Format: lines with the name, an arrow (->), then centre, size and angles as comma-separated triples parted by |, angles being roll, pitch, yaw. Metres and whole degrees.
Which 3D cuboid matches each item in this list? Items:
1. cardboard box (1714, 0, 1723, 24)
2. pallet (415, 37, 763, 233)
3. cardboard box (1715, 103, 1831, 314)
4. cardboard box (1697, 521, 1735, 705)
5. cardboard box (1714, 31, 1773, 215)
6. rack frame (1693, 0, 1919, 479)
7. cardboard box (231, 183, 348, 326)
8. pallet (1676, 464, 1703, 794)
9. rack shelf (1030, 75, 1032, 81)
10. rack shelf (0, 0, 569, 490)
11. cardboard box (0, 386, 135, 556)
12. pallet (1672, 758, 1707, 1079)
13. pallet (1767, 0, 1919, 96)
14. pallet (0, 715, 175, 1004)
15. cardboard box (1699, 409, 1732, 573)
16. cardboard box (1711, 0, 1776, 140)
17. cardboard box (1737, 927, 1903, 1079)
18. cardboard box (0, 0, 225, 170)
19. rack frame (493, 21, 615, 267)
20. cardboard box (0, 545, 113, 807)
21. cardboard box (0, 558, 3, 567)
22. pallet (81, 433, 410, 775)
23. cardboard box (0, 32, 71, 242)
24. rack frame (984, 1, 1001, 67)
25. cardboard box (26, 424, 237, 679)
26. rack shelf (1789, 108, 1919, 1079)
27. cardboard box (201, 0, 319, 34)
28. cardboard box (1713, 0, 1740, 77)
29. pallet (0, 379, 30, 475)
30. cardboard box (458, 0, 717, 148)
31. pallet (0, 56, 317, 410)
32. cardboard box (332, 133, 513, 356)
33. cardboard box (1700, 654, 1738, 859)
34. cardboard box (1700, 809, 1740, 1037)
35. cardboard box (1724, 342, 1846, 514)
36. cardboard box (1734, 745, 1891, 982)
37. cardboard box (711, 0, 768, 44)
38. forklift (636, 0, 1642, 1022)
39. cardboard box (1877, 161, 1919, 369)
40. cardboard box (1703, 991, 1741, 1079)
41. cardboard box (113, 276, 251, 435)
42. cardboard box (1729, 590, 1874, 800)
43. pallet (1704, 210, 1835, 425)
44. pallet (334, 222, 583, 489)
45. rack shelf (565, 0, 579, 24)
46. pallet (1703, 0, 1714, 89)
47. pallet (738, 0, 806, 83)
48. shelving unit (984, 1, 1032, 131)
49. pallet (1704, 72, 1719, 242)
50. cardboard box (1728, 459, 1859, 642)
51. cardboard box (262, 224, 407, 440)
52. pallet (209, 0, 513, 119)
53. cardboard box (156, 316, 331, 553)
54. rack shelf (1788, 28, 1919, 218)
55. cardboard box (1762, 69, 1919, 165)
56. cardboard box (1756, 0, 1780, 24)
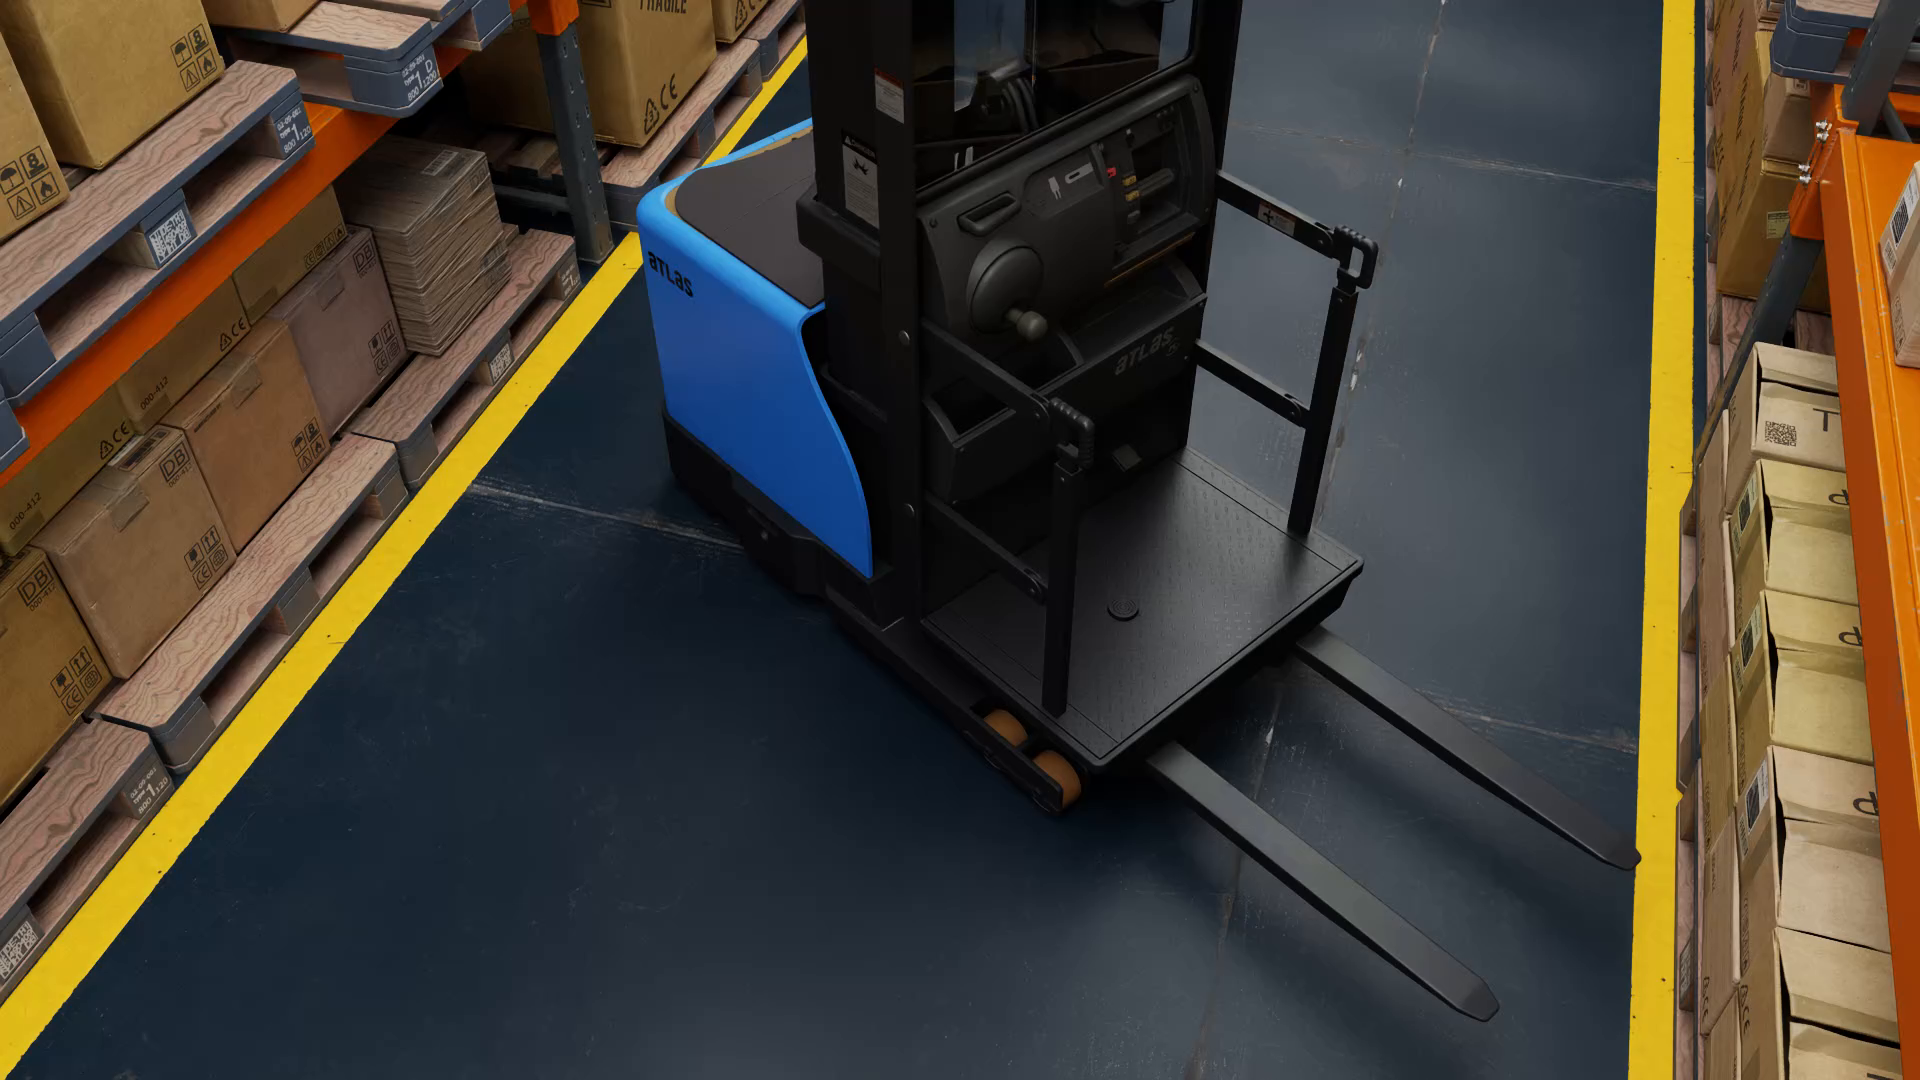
cardboard box -> 3.581, -2.511, 7.144 | 0.500, 0.500, 0.500 | 13, 46, 13
pallet -> -1.512, -1.769, 6.907 | 1.003, 0.211, 1.213 | 13, 46, 13
cardboard box -> 2.959, -1.147, 5.750 | 0.500, 0.500, 0.500 | 14, 46, 14
cardboard box -> 2.310, 0.245, 4.521 | 0.500, 0.250, 0.500 | 11, 46, 11
cardboard box -> 3.116, -1.492, 6.102 | 0.500, 0.500, 0.500 | 11, 45, 11
rack frame -> 2.900, -1.210, 4.342 | 1.000, 3.000, 0.127 | 13, 46, 13
cardboard box -> -2.223, -0.931, 4.993 | 0.500, 0.250, 0.500 | 13, 46, 13
pallet -> 2.613, 0.327, 4.764 | 1.003, 0.211, 1.213 | 13, 46, 13
rack shelf -> 0.181, -1.409, 5.375 | 0.180, 0.103, 0.258 | 10, 45, 6
rack shelf -> -2.428, -0.666, 4.300 | 1.077, 0.370, 4.000 | 13, 46, 13
cardboard box -> -2.543, -0.258, 4.306 | 0.500, 0.250, 0.500 | 11, 46, 11
pallet -> 2.242, 1.138, 3.936 | 1.003, 0.211, 1.213 | 13, 46, 13
pallet -> 3.038, -1.608, 4.886 | 1.213, 0.211, 1.003 | 13, 46, 13
pallet -> -2.799, 0.887, 4.192 | 1.003, 0.211, 1.213 | 13, 46, 13
cardboard box -> 2.461, -0.090, 4.863 | 0.500, 0.250, 0.500 | 12, 46, 12
cardboard box -> 3.269, -1.843, 6.461 | 0.500, 0.500, 0.500 | 11, 45, 11
cardboard box -> 1.843, 1.078, 3.269 | 0.500, 0.311, 0.500 | 12, 46, 12
cardboard box -> -2.311, -1.299, 4.047 | 0.700, 0.500, 0.500 | 13, 46, 13
rack frame -> -1.822, -2.256, 5.411 | 1.000, 3.000, 0.127 | 13, 46, 13
cardboard box -> -2.718, 0.297, 4.275 | 0.700, 0.500, 0.500 | 12, 46, 12
cardboard box -> -2.697, 0.090, 3.950 | 0.500, 0.250, 0.500 | 12, 46, 12
pallet -> -2.432, 0.071, 5.026 | 1.003, 0.211, 1.213 | 13, 46, 13
cardboard box -> -2.501, -0.932, 3.671 | 0.700, 0.500, 0.500 | 19, 47, 18
rack frame -> 0.075, -1.201, 5.607 | 0.006, 1.200, 0.240 | 10, 45, 6
cardboard box -> -2.525, -0.035, 4.614 | 0.700, 0.500, 0.500 | 13, 46, 13
rack shelf -> 2.294, 0.381, 3.231 | 1.077, 0.370, 4.000 | 13, 46, 13
cardboard box -> -2.099, -1.756, 4.513 | 0.700, 0.500, 0.500 | 9, 45, 9
cardboard box -> 3.423, -2.180, 6.805 | 0.500, 0.500, 0.500 | 13, 46, 13
pallet -> -2.664, 0.000, 3.243 | 1.003, 0.211, 1.213 | 13, 46, 13
cardboard box -> -1.475, -2.101, 6.489 | 0.750, 0.750, 0.750 | 12, 46, 12
pallet -> -2.383, -0.860, 4.121 | 1.003, 0.211, 1.213 | 13, 46, 13
cardboard box -> -1.991, -1.029, 5.630 | 0.700, 0.500, 0.500 | 13, 46, 13
cardboard box -> 2.158, 0.593, 4.165 | 0.500, 0.250, 0.500 | 11, 46, 11
cardboard box -> 2.003, 0.935, 3.816 | 0.500, 0.250, 0.500 | 13, 46, 13
cardboard box -> 2.461, -0.291, 4.667 | 0.500, 0.311, 0.500 | 14, 46, 14
cardboard box -> 1.999, 0.744, 3.610 | 0.500, 0.311, 0.500 | 12, 46, 12
cardboard box -> -1.203, -2.683, 7.084 | 0.750, 0.750, 0.750 | 12, 46, 12
forklift -> 0.426, -0.723, 3.893 | 1.130, 2.935, 3.031 | -33, 53, -29
cardboard box -> 2.444, -0.623, 3.805 | 0.500, 0.311, 0.500 | 12, 46, 12
cardboard box -> 1.847, 1.273, 3.470 | 0.500, 0.250, 0.500 | 13, 46, 13
cardboard box -> -2.374, -0.587, 4.641 | 0.500, 0.250, 0.500 | 12, 46, 12
cardboard box -> 2.154, 0.401, 3.960 | 0.500, 0.311, 0.500 | 11, 46, 11
pallet -> 3.162, -0.703, 5.817 | 1.003, 0.211, 1.213 | 13, 46, 13
pallet -> -2.060, -0.739, 5.854 | 1.003, 0.211, 1.213 | 13, 46, 13
rack shelf -> -1.217, -3.332, 7.025 | 1.077, 0.370, 4.000 | 13, 46, 13
pallet -> 3.901, -2.329, 7.479 | 1.003, 0.211, 1.213 | 13, 46, 13
pallet -> -1.141, -2.580, 7.735 | 1.003, 0.211, 1.213 | 13, 46, 13
shelving unit -> 0.165, -1.186, 5.598 | 0.189, 1.200, 0.258 | 10, 45, 6
pallet -> 3.533, -1.513, 6.646 | 1.003, 0.211, 1.213 | 13, 46, 13
cardboard box -> 2.310, 0.061, 4.307 | 0.500, 0.311, 0.500 | 11, 46, 12
cardboard box -> -2.258, -0.711, 5.304 | 0.700, 0.500, 0.500 | 12, 46, 12
pallet -> -1.937, -1.690, 4.970 | 1.213, 0.211, 1.003 | 13, 46, 13
cardboard box -> -2.381, -0.373, 4.960 | 0.700, 0.500, 0.500 | 12, 46, 12
rack shelf -> 3.505, -2.286, 5.955 | 1.077, 0.370, 4.000 | 13, 46, 13
cardboard box -> 2.972, -1.453, 5.527 | 0.500, 0.250, 0.500 | 14, 46, 14
cardboard box -> 3.278, -2.136, 6.225 | 0.500, 0.250, 0.500 | 12, 46, 12
